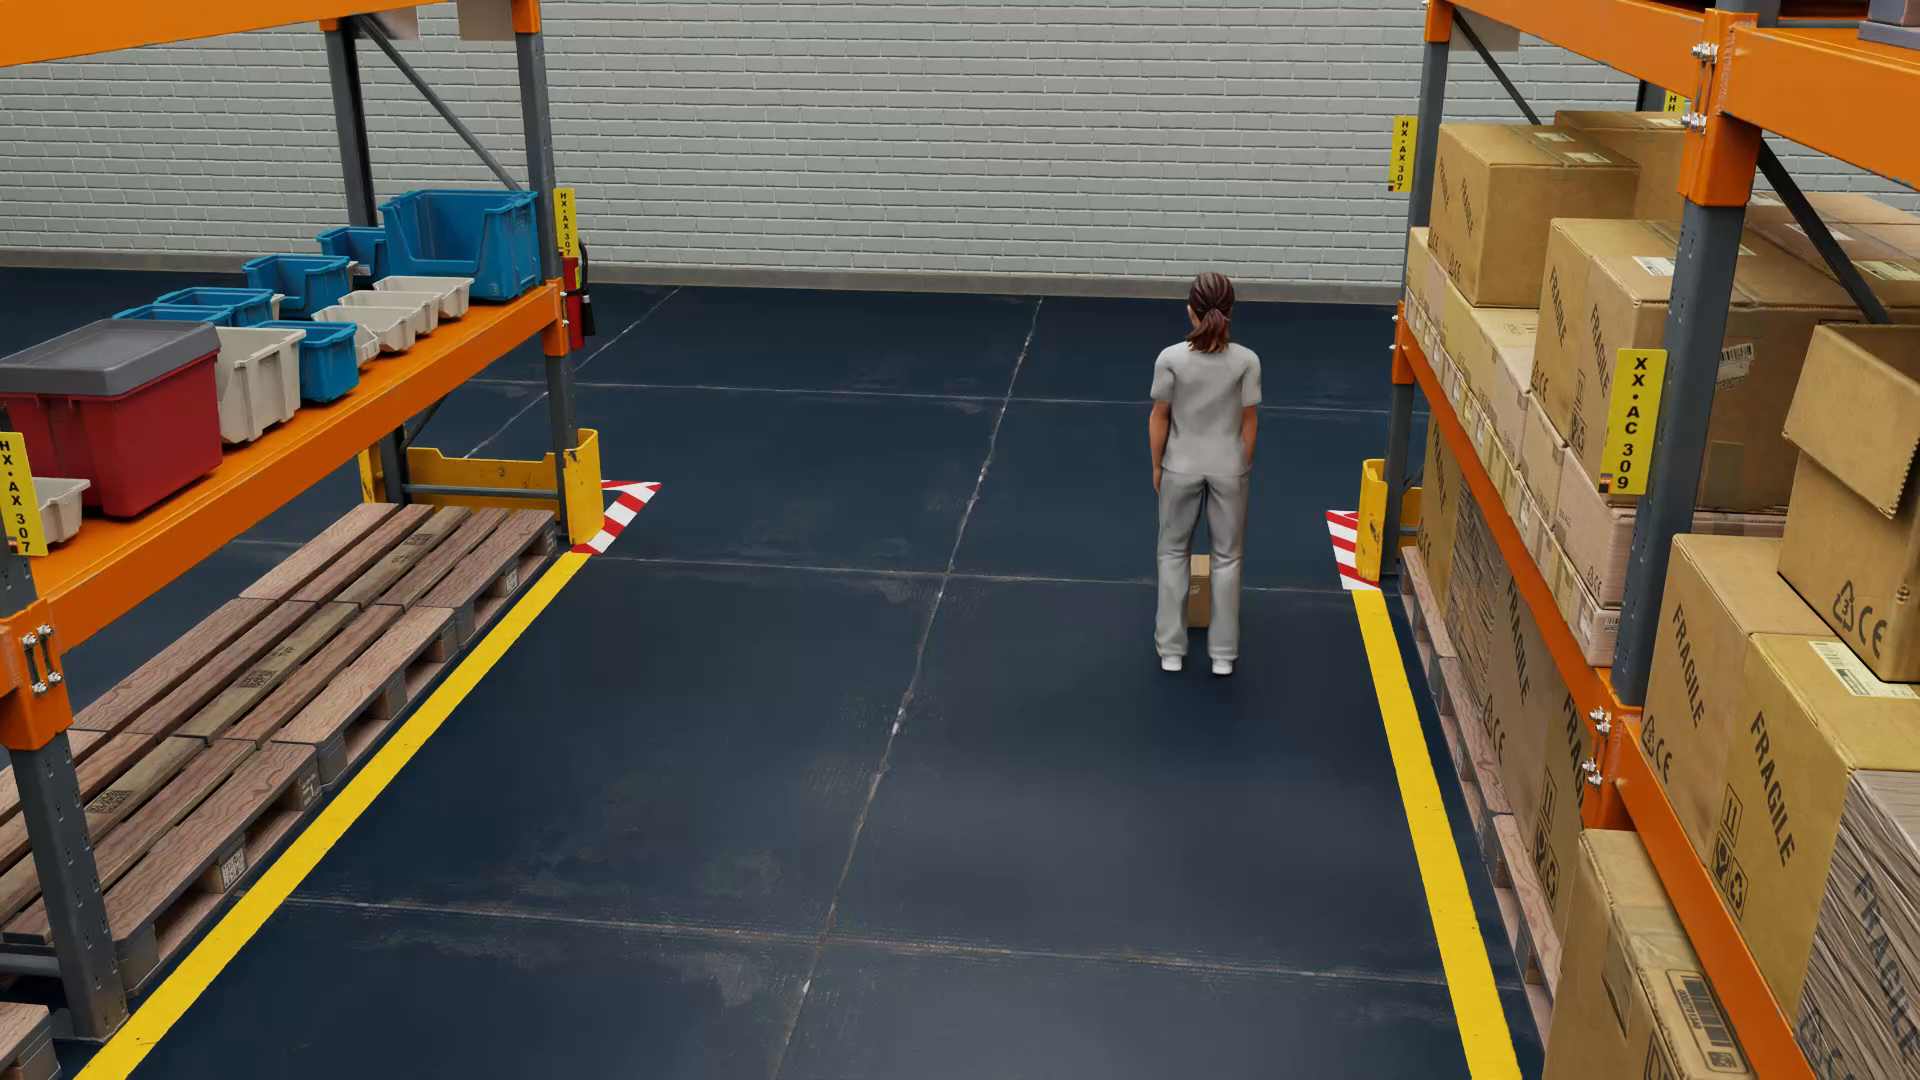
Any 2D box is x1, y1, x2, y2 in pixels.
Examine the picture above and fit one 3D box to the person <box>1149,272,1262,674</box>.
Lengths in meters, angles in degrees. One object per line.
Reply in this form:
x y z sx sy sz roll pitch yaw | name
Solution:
0.980 -0.257 6.758 0.441 1.672 0.364 3 21 7 | person
